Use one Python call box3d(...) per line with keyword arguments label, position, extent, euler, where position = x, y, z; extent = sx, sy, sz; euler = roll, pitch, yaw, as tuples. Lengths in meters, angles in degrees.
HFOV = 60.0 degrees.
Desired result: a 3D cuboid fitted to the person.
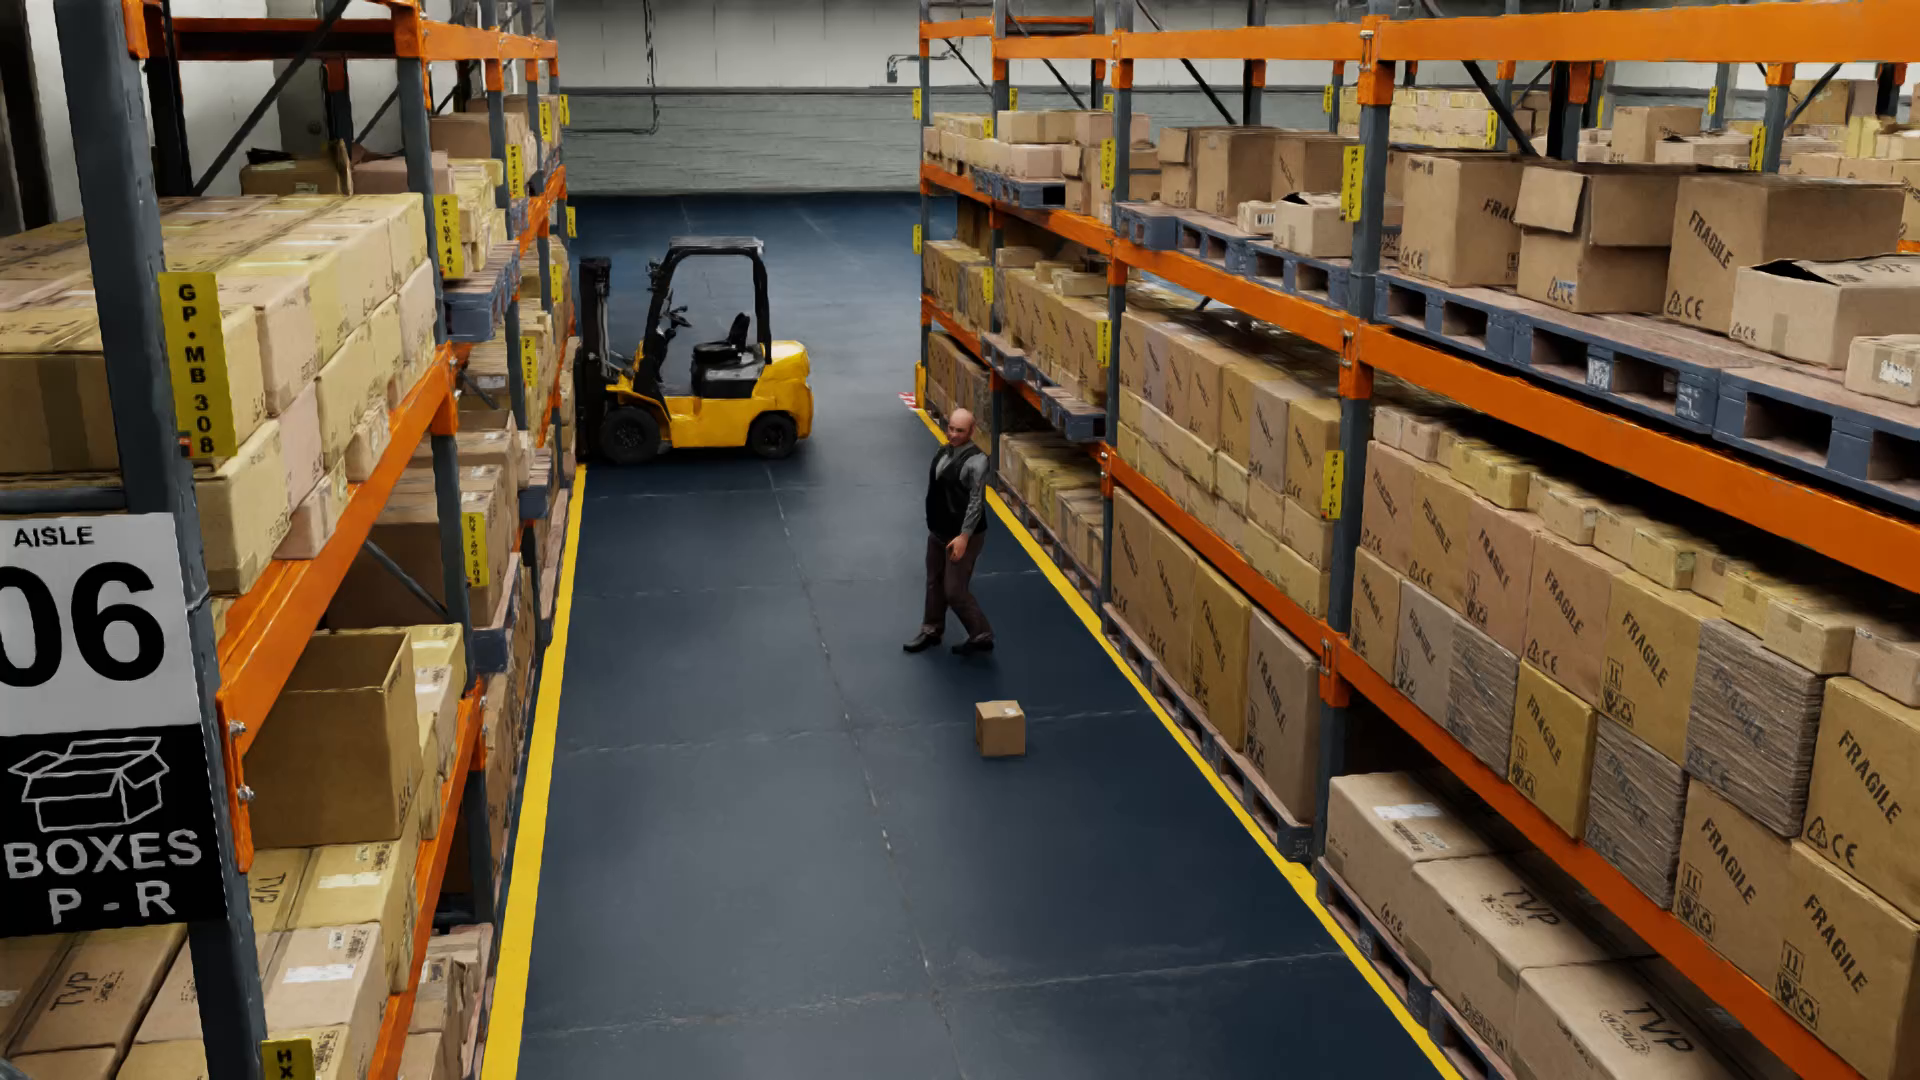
box3d(label="person", position=(-0.064, -0.041, 11.187), extent=(0.477, 1.723, 0.592), euler=(-11, 19, -33))
